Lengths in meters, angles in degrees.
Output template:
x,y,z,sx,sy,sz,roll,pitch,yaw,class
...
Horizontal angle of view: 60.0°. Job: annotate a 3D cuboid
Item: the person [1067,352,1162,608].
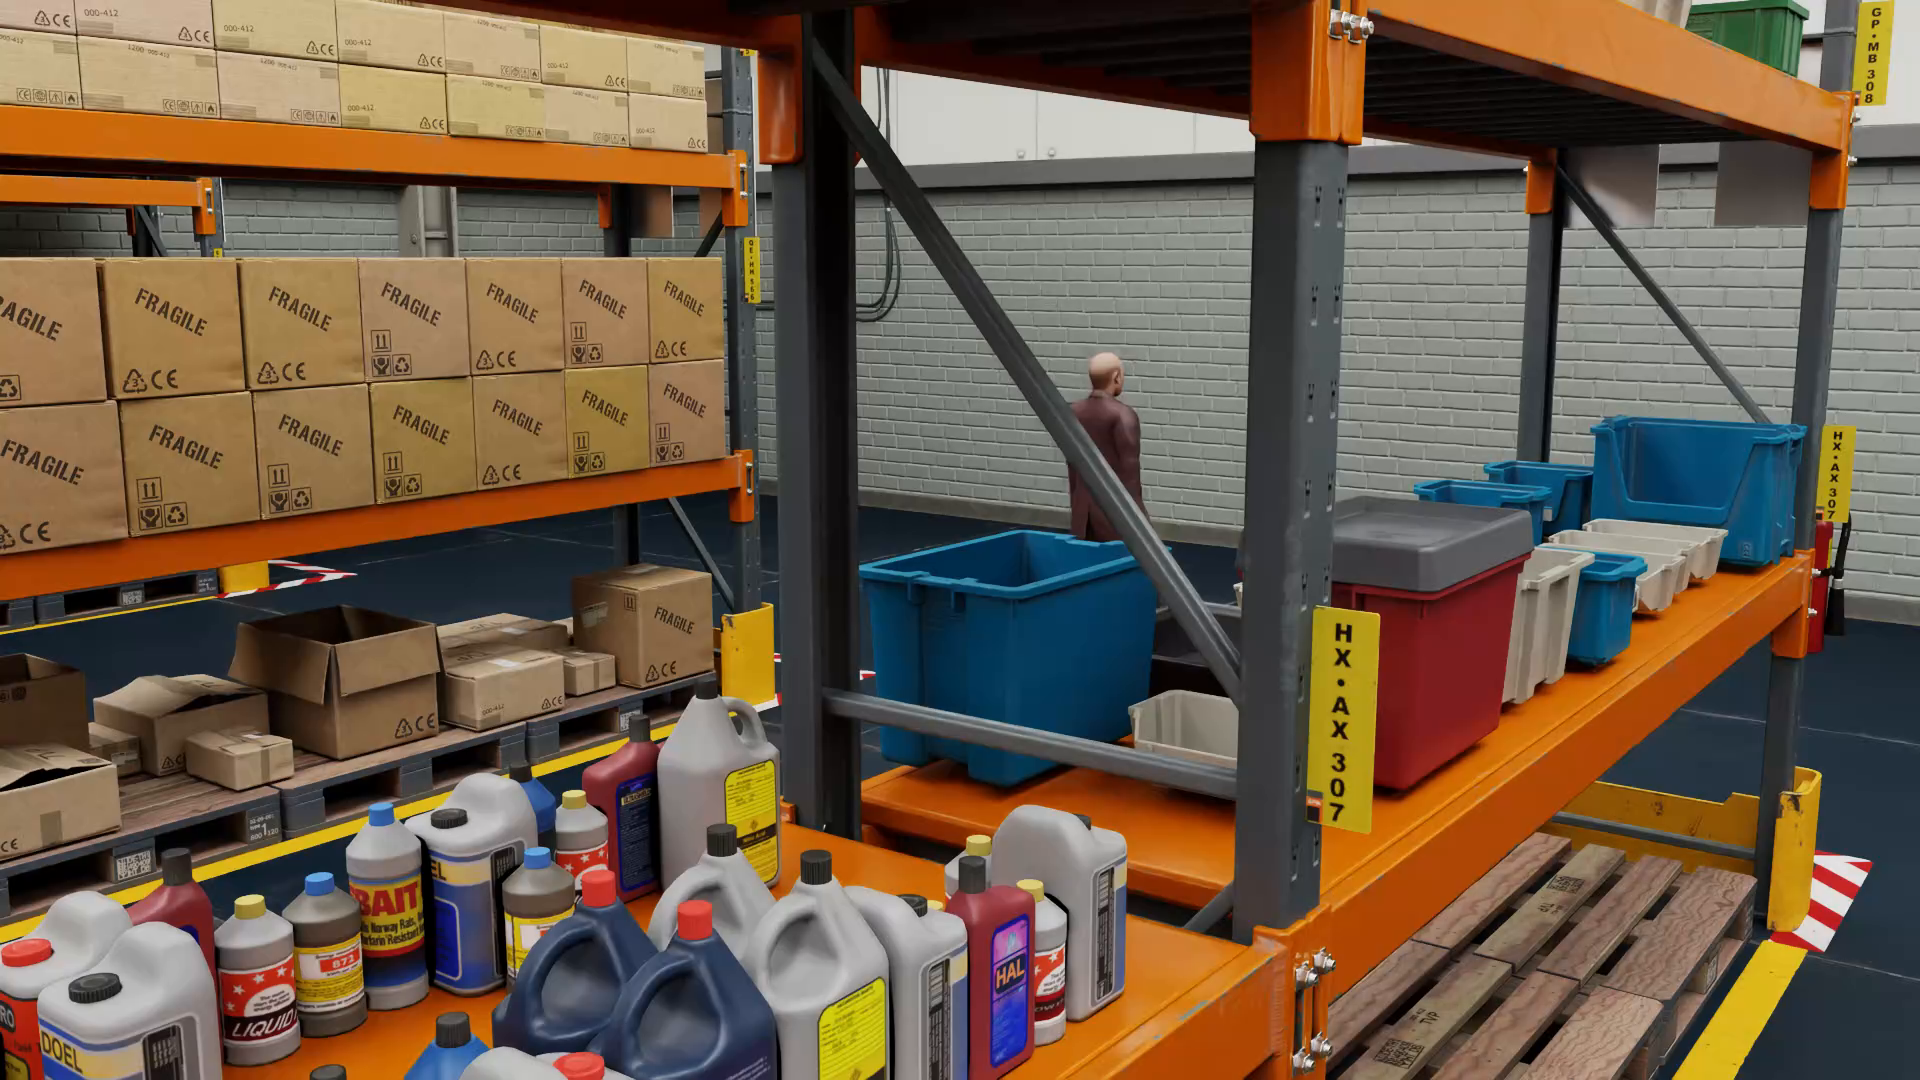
x,y,z,sx,sy,sz,roll,pitch,yaw,class
0.920,-0.168,9.354,0.650,1.776,0.599,-9,13,-43,person
